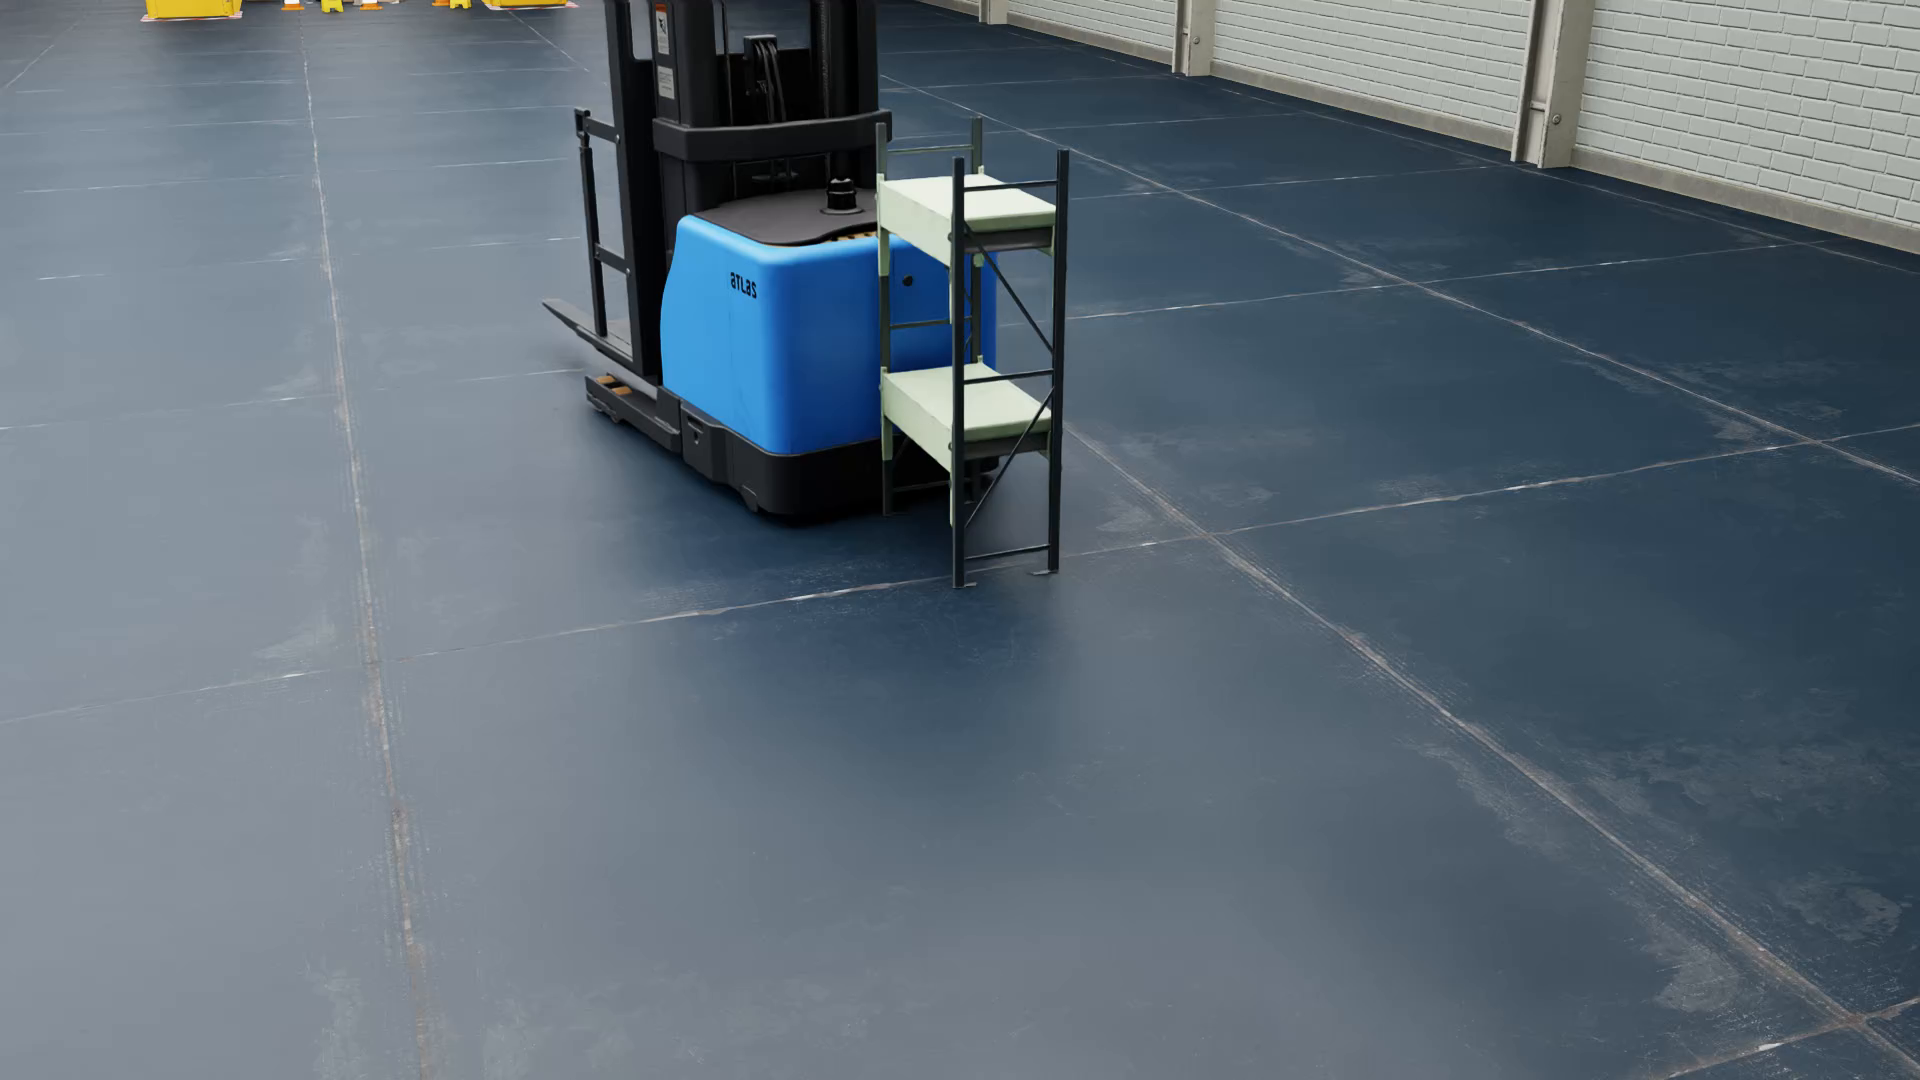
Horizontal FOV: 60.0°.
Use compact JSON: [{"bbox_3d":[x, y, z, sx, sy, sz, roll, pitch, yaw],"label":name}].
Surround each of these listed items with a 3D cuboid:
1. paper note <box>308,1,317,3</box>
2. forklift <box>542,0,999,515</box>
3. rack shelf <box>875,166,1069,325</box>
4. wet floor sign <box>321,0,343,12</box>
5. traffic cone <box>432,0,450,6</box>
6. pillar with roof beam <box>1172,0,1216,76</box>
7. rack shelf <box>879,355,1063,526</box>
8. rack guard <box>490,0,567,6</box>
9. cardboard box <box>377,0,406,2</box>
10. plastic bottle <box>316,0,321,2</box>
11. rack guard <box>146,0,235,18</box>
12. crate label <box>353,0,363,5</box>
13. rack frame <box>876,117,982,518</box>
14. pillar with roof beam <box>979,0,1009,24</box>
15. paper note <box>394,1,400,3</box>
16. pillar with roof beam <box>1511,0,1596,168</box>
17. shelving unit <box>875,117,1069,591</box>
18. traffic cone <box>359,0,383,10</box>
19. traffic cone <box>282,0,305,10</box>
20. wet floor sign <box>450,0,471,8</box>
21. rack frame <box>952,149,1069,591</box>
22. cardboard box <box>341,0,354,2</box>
[{"bbox_3d":[-10.417,-8.633,26.694,0.144,0.017,0.142,0,23,-1],"label":"paper note"},{"bbox_3d":[-1.063,-1.965,7.138,1.130,2.935,3.031,-14,27,-30],"label":"forklift"},{"bbox_3d":[0.027,-1.038,5.778,0.431,0.370,0.720,-9,24,-20],"label":"rack shelf"},{"bbox_3d":[-9.604,-8.390,25.326,0.267,0.644,0.232,-13,26,-28],"label":"wet floor sign"},{"bbox_3d":[-8.230,-8.740,26.391,0.336,0.463,0.334,-8,24,-19],"label":"traffic cone"},{"bbox_3d":[-1.420,-8.803,15.549,9.100,9.000,0.400,-8,24,-19],"label":"pillar with roof beam"},{"bbox_3d":[0.027,-0.378,6.056,0.431,0.370,0.720,-9,24,-20],"label":"rack shelf"},{"bbox_3d":[-6.898,-8.806,26.498,1.175,0.500,0.348,-8,24,-19],"label":"rack guard"},{"bbox_3d":[-9.224,-8.815,26.973,0.380,0.149,0.250,4,23,9],"label":"cardboard box"},{"bbox_3d":[-10.373,-8.782,27.007,0.133,0.061,0.283,-18,29,-37],"label":"plastic bottle"},{"bbox_3d":[-11.458,-8.053,24.714,1.175,0.500,0.348,-8,24,-19],"label":"rack guard"},{"bbox_3d":[-9.484,-8.591,26.457,0.298,0.136,0.250,18,29,36],"label":"crate label"},{"bbox_3d":[-0.110,-0.811,6.242,0.400,1.500,0.023,-9,24,-20],"label":"rack frame"},{"bbox_3d":[-3.540,-10.983,20.721,9.100,9.000,0.400,-8,24,-19],"label":"pillar with roof beam"},{"bbox_3d":[-9.067,-8.632,26.691,0.148,0.019,0.142,-18,29,-37],"label":"paper note"},{"bbox_3d":[0.700,-6.622,10.376,9.100,9.000,0.400,-8,24,-19],"label":"pillar with roof beam"},{"bbox_3d":[0.027,-0.679,5.929,0.431,1.500,0.755,-9,24,-20],"label":"shelving unit"},{"bbox_3d":[-9.148,-8.464,25.736,0.336,0.463,0.334,-8,24,-19],"label":"traffic cone"},{"bbox_3d":[-10.326,-8.433,25.662,0.336,0.463,0.334,-8,24,-19],"label":"traffic cone"},{"bbox_3d":[-7.805,-8.629,25.893,0.267,0.644,0.232,0,23,-1],"label":"wet floor sign"},{"bbox_3d":[0.164,-0.547,5.617,0.400,1.500,0.023,-9,24,-20],"label":"rack frame"},{"bbox_3d":[-9.860,-9.070,27.122,0.637,0.503,0.797,12,26,27],"label":"cardboard box"}]
